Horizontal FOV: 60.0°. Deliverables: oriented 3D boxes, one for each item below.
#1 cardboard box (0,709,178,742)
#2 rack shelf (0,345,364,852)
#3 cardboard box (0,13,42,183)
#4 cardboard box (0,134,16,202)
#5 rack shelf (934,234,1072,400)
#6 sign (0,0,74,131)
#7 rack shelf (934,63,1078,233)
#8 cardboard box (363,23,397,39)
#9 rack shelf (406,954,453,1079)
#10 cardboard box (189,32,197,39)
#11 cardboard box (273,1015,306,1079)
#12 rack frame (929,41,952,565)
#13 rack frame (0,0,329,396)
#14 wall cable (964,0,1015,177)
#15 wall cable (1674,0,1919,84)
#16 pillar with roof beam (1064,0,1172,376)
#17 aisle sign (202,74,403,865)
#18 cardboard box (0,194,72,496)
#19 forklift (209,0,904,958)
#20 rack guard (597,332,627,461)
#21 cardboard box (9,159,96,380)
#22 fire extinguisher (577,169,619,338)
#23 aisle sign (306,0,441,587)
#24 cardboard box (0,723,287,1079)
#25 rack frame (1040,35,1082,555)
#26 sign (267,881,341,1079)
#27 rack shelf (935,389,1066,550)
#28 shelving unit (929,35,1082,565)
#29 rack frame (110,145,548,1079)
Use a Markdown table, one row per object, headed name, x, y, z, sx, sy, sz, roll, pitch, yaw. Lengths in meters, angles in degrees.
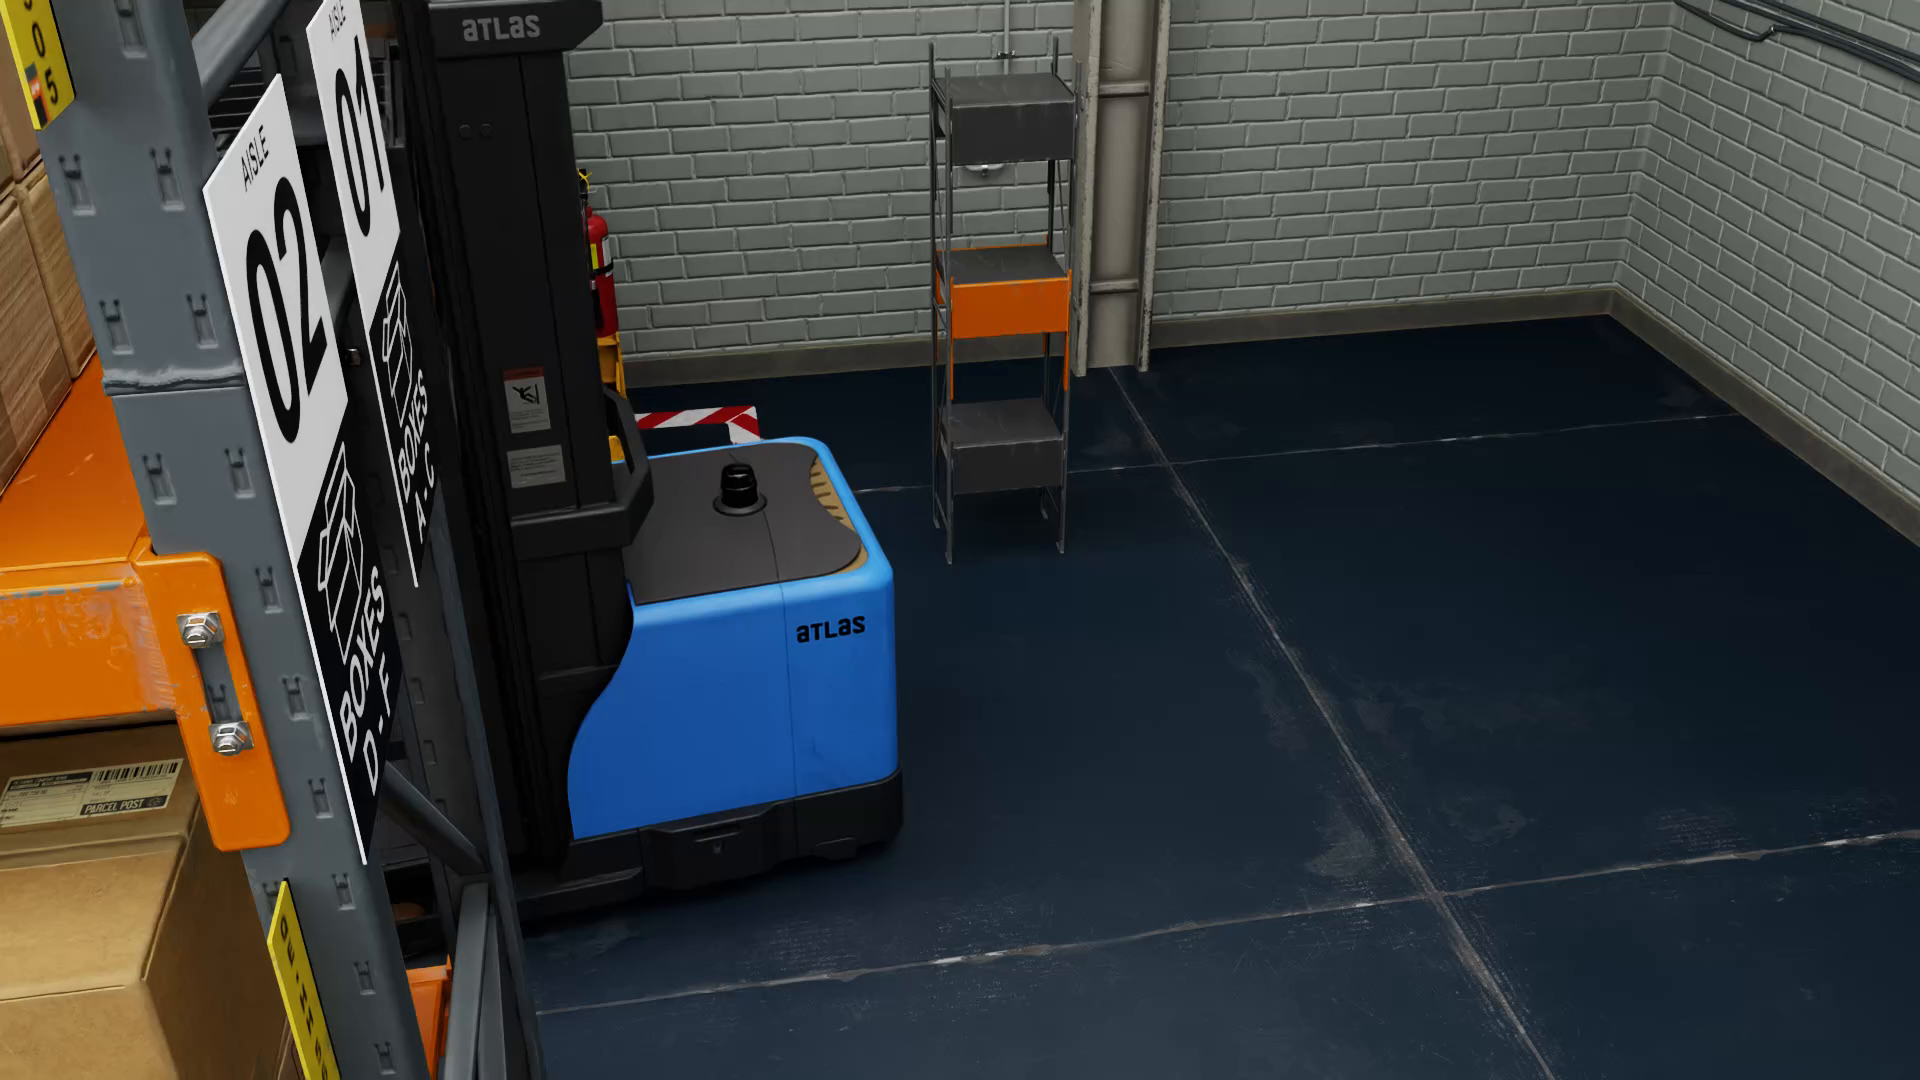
| name | x | y | z | sx | sy | sz | roll | pitch | yaw |
| --- | --- | --- | --- | --- | --- | --- | --- | --- | --- |
| cardboard box | -1.314 | 0.338 | 2.630 | 0.500 | 0.500 | 0.500 | -4 | 31 | -7 |
| rack shelf | -2.797 | 0.103 | 1.866 | 4.000 | 0.370 | 1.077 | -5 | 31 | -9 |
| cardboard box | -1.382 | -0.624 | 2.046 | 0.500 | 0.250 | 0.500 | -5 | 31 | -9 |
| cardboard box | -1.289 | -0.367 | 1.610 | 0.500 | 0.250 | 0.500 | -5 | 31 | -9 |
| rack shelf | 0.163 | -0.908 | 6.750 | 0.480 | 0.518 | 0.431 | -5 | 31 | -9 |
| sign | -0.750 | -0.493 | 1.296 | 0.005 | 0.325 | 0.100 | -5 | 31 | -9 |
| rack shelf | 0.163 | -1.512 | 6.396 | 0.480 | 0.518 | 0.431 | -5 | 31 | -9 |
| cardboard box | -2.226 | -1.644 | 6.791 | 0.700 | 0.700 | 0.980 | -4 | 31 | -7 |
| rack shelf | -2.797 | 1.396 | 2.626 | 4.000 | 0.370 | 1.077 | -5 | 31 | -9 |
| cardboard box | -2.939 | -1.572 | 6.668 | 0.700 | 0.700 | 0.980 | -6 | 31 | -9 |
| cardboard box | -1.221 | 1.037 | 2.429 | 0.500 | 0.500 | 0.500 | -4 | 31 | -7 |
| rack frame | -0.077 | -0.898 | 6.706 | 0.015 | 2.100 | 0.400 | -5 | 31 | -9 |
| rack frame | -0.830 | -1.683 | 1.234 | 0.127 | 3.000 | 1.000 | -5 | 31 | -9 |
| wall cable | -0.637 | -2.593 | 7.698 | 1.851 | 1.984 | 0.084 | -5 | 31 | -9 |
| wall cable | 3.902 | -3.152 | 6.796 | 0.112 | 2.526 | 3.097 | -5 | 31 | -9 |
| pillar with roof beam | 1.550 | -2.684 | 2.936 | 0.400 | 9.000 | 9.100 | -5 | 31 | -9 |
| aisle sign | -0.708 | -0.071 | 1.846 | 0.004 | 0.787 | 0.394 | -5 | 31 | -9 |
| cardboard box | -1.288 | -0.147 | 1.729 | 0.500 | 0.250 | 0.500 | -5 | 31 | -9 |
| forklift | -1.763 | -0.259 | 4.799 | 3.031 | 2.935 | 1.130 | -9 | 32 | -15 |
| rack guard | -1.702 | -0.491 | 7.592 | 0.348 | 0.500 | 1.175 | -5 | 31 | -9 |
| cardboard box | -1.381 | -0.405 | 2.168 | 0.500 | 0.250 | 0.500 | -5 | 31 | -9 |
| fire extinguisher | -1.494 | -1.156 | 6.701 | 0.183 | 0.674 | 0.296 | -5 | 31 | -9 |
| aisle sign | -0.816 | -0.370 | 2.355 | 0.004 | 0.787 | 0.394 | -5 | 31 | -9 |
| cardboard box | -1.218 | 0.607 | 2.173 | 0.500 | 0.500 | 0.500 | -6 | 31 | -9 |
| rack frame | 0.403 | -0.943 | 6.781 | 0.015 | 2.100 | 0.400 | -5 | 31 | -9 |
| sign | -0.750 | 0.546 | 1.907 | 0.005 | 0.325 | 0.100 | -5 | 31 | -9 |
| rack shelf | 0.163 | -0.305 | 7.105 | 0.480 | 0.518 | 0.431 | -5 | 31 | -9 |
| shelving unit | 0.163 | -0.920 | 6.743 | 0.503 | 2.100 | 0.431 | -5 | 31 | -9 |
| rack frame | -0.830 | 0.903 | 2.755 | 0.127 | 3.000 | 1.000 | -5 | 31 | -9 |
